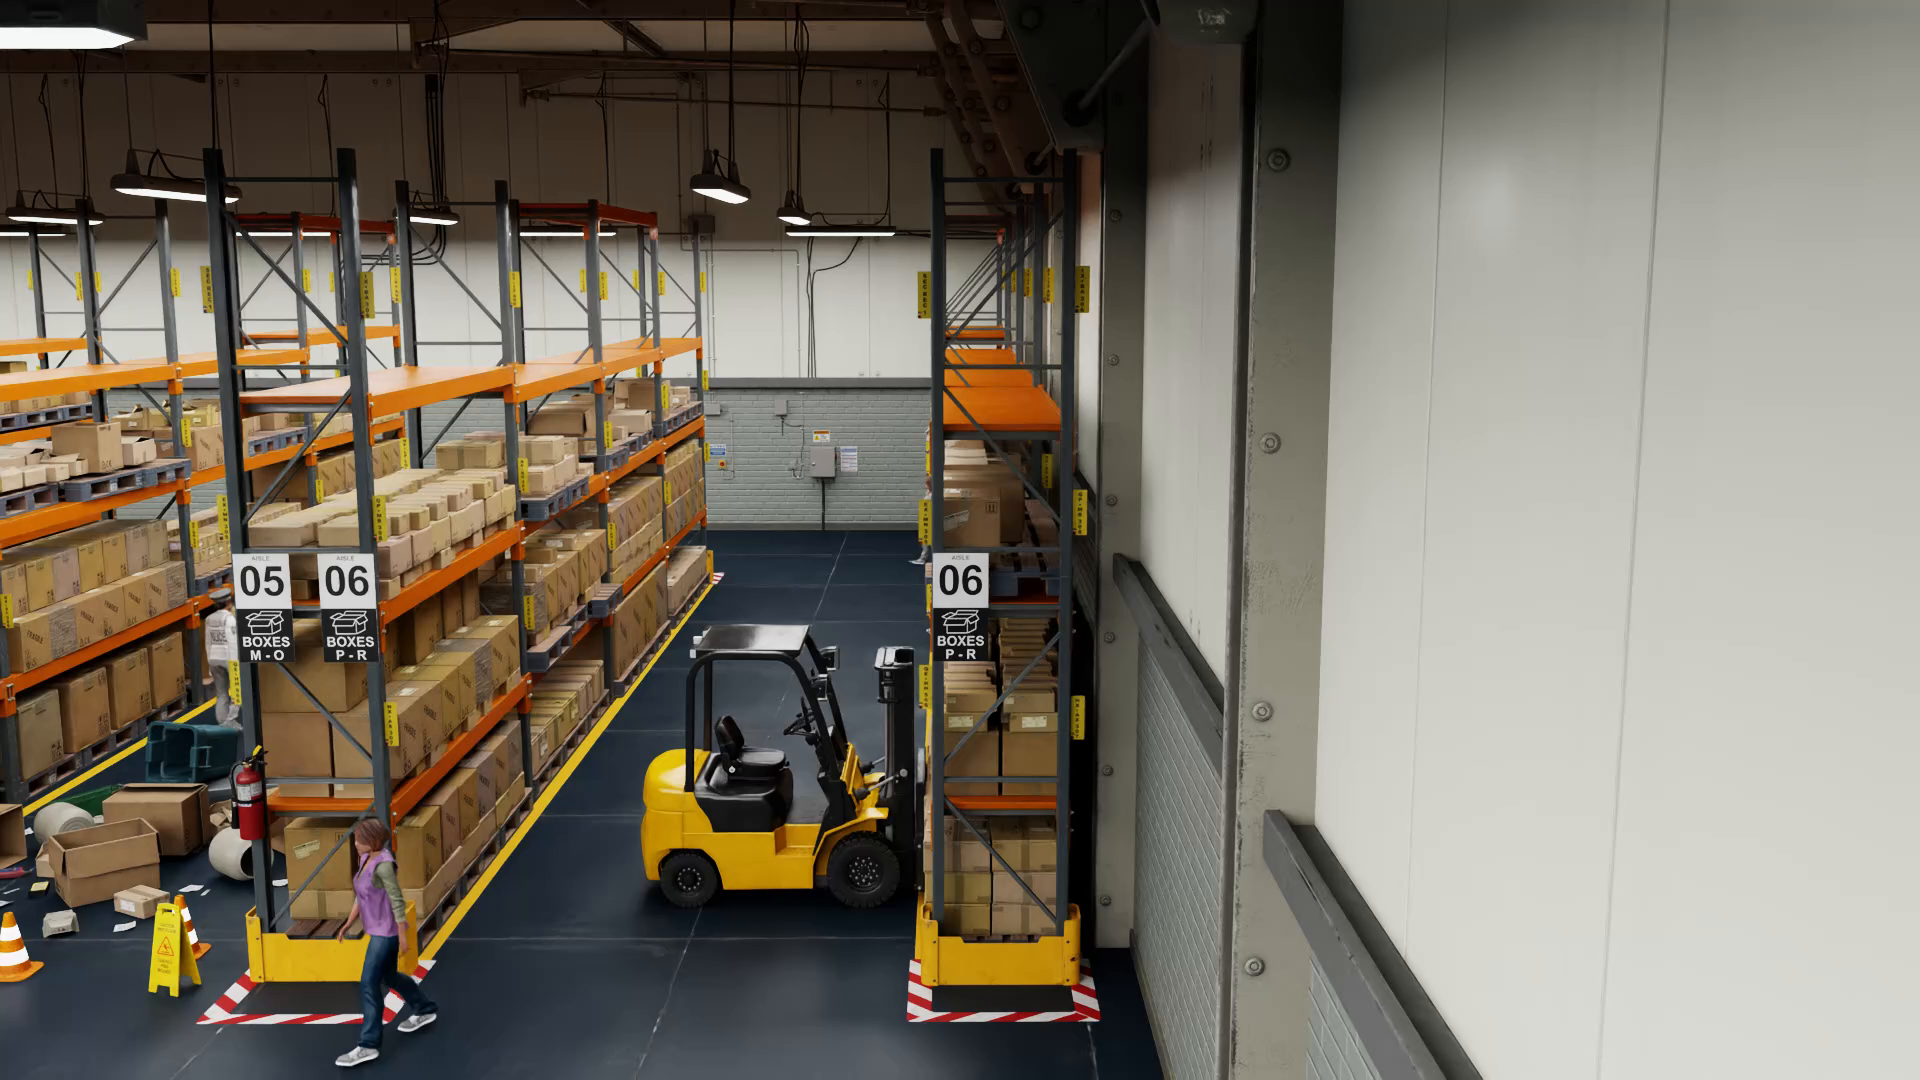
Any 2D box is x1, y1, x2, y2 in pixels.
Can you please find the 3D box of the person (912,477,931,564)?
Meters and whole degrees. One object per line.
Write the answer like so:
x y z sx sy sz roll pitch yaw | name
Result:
-0.457 -0.353 29.706 0.860 1.566 0.447 -3 10 -18 | person

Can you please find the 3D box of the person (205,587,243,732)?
-8.216 1.380 18.581 0.528 1.668 0.486 2 9 9 | person

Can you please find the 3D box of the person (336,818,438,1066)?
-3.873 2.639 11.142 0.699 1.556 0.521 -4 10 -25 | person
